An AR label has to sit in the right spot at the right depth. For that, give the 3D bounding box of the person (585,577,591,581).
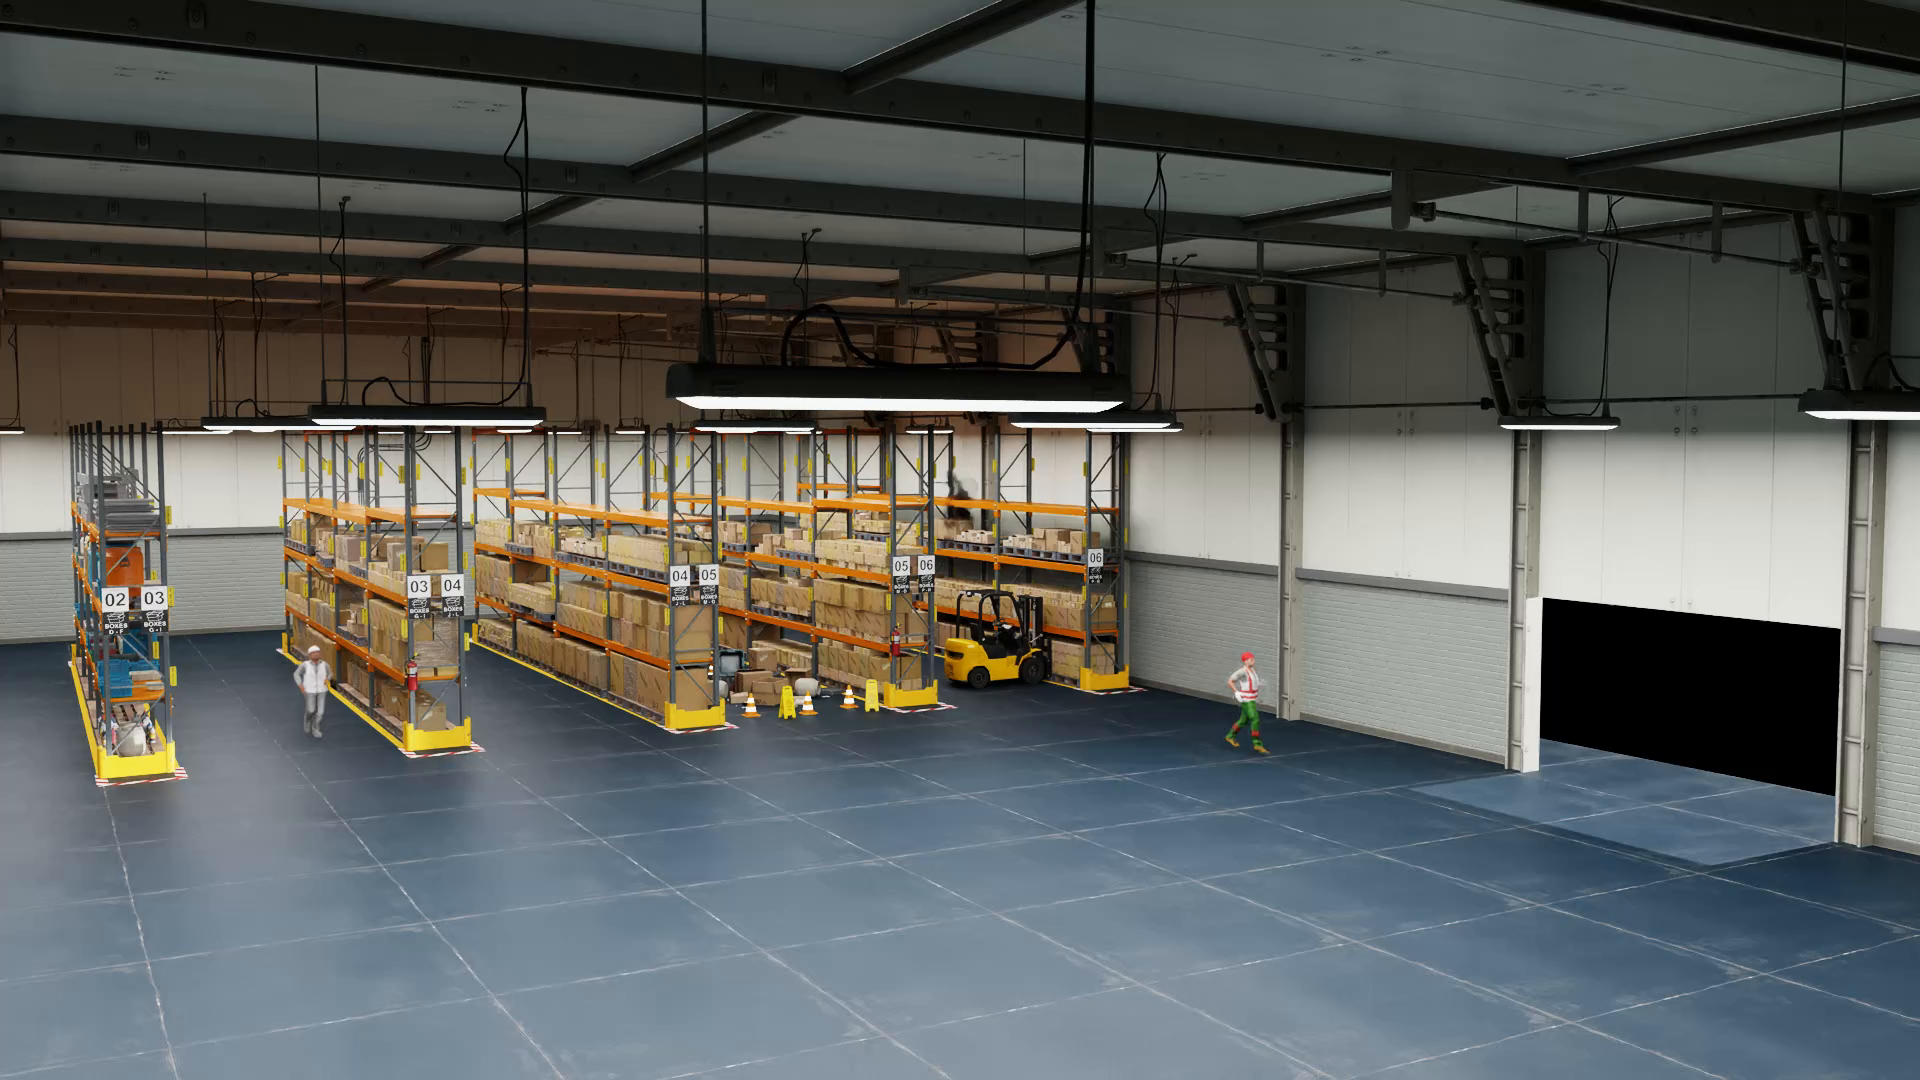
[{"bbox_3d":[-11.139,1.881,49.488,0.532,1.557,0.525,-2,4,-27],"label":"person"}]

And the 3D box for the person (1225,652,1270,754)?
[{"bbox_3d":[5.232,2.939,30.193,0.896,1.817,0.655,2,4,30],"label":"person"}]

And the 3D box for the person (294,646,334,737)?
[{"bbox_3d":[-12.289,2.890,31.714,0.703,1.743,0.542,-2,4,-32],"label":"person"}]
